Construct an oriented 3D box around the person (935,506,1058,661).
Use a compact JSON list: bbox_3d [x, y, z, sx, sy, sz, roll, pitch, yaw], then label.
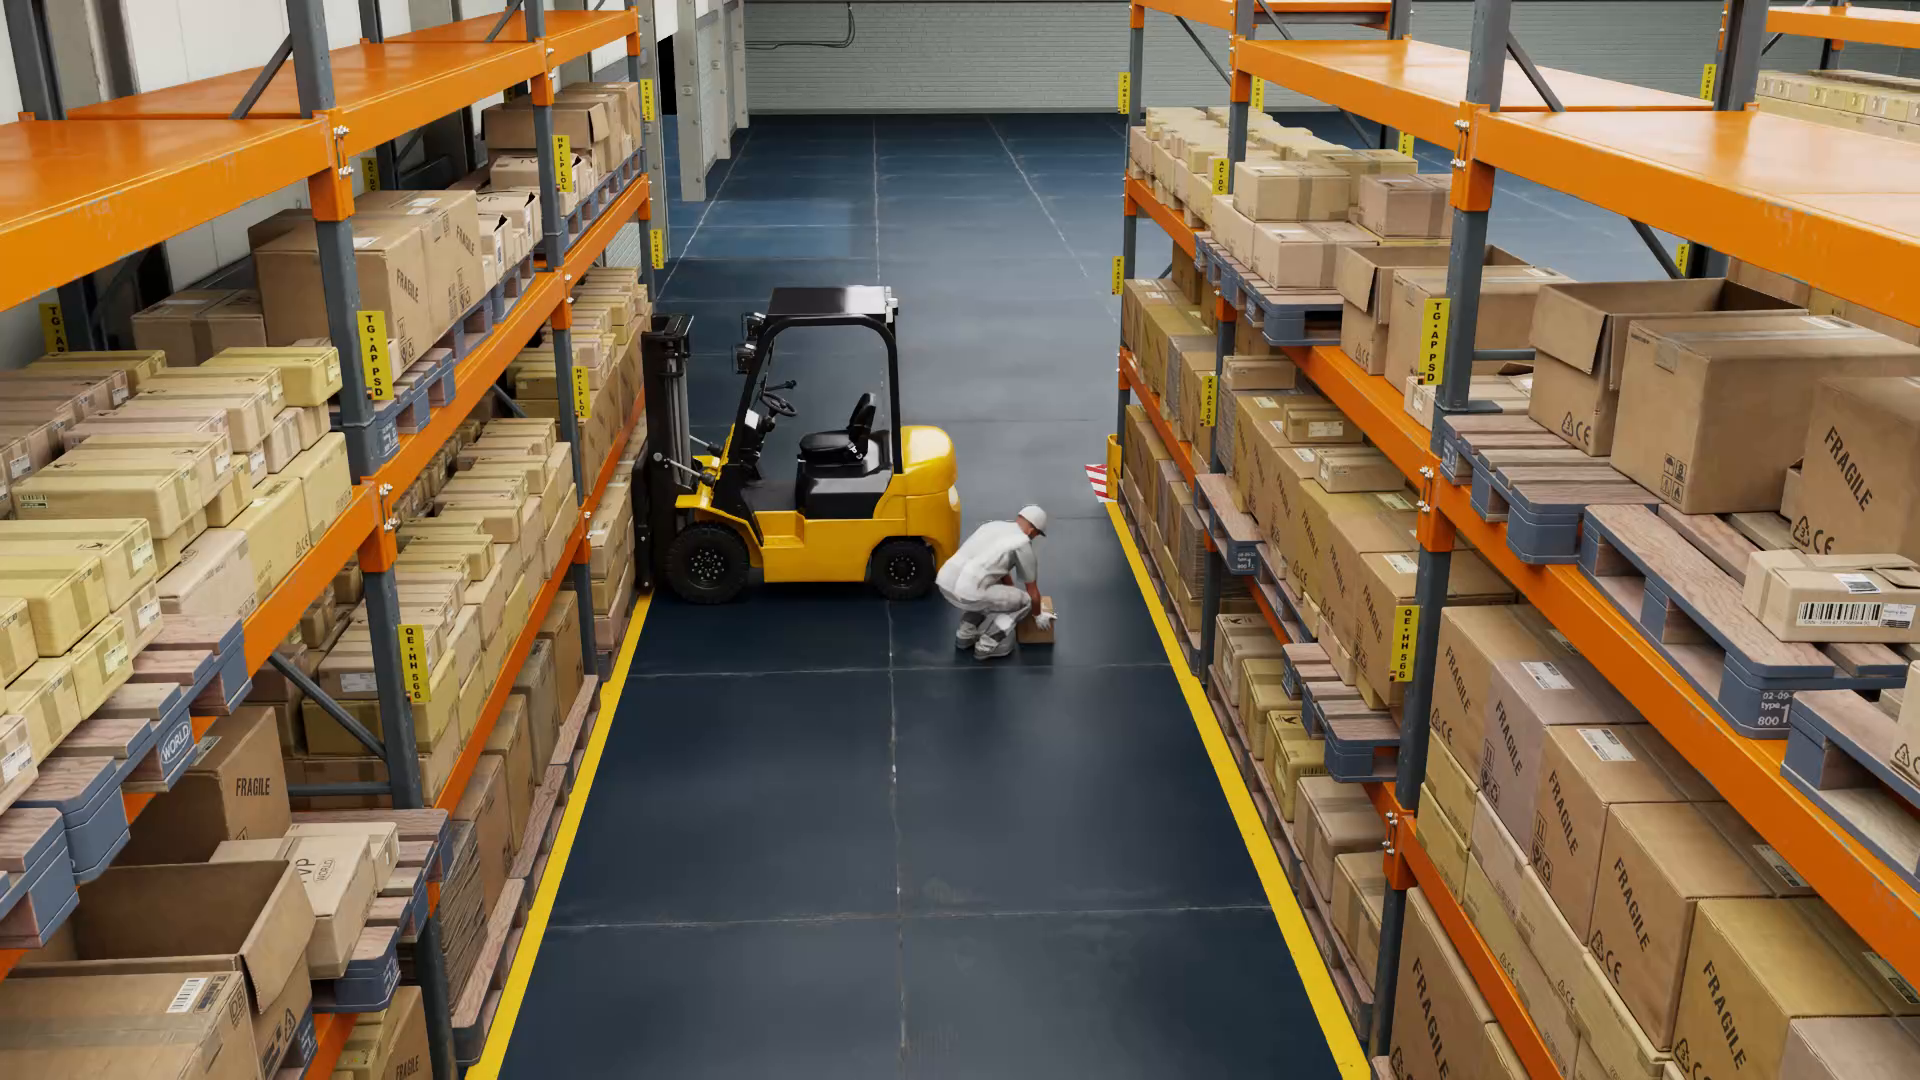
[{"bbox_3d":[0.241,0.286,11.478,0.881,0.956,0.571,-12,24,-30],"label":"person"}]
